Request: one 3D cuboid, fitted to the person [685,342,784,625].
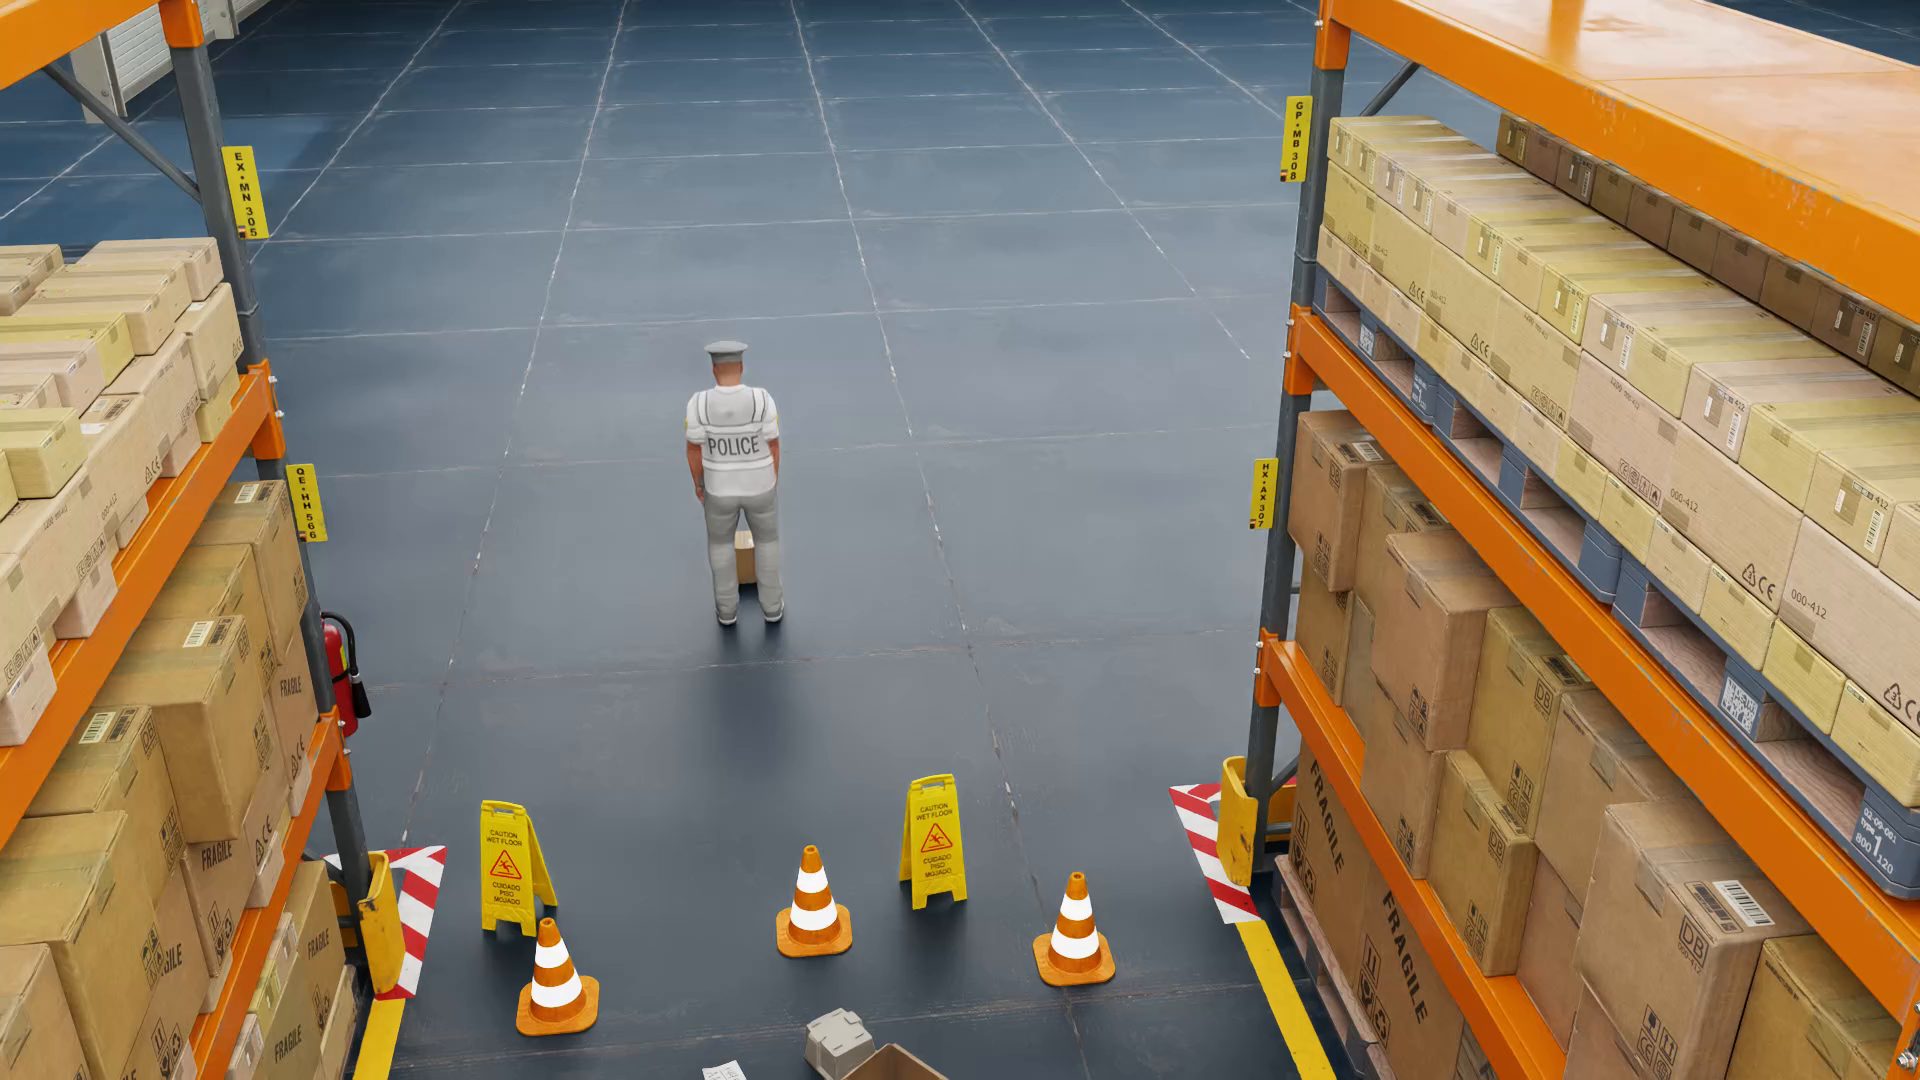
[{"bbox_3d":[-1.312,-0.313,9.740,0.535,1.734,0.388,-3,27,-6],"label":"person"}]
